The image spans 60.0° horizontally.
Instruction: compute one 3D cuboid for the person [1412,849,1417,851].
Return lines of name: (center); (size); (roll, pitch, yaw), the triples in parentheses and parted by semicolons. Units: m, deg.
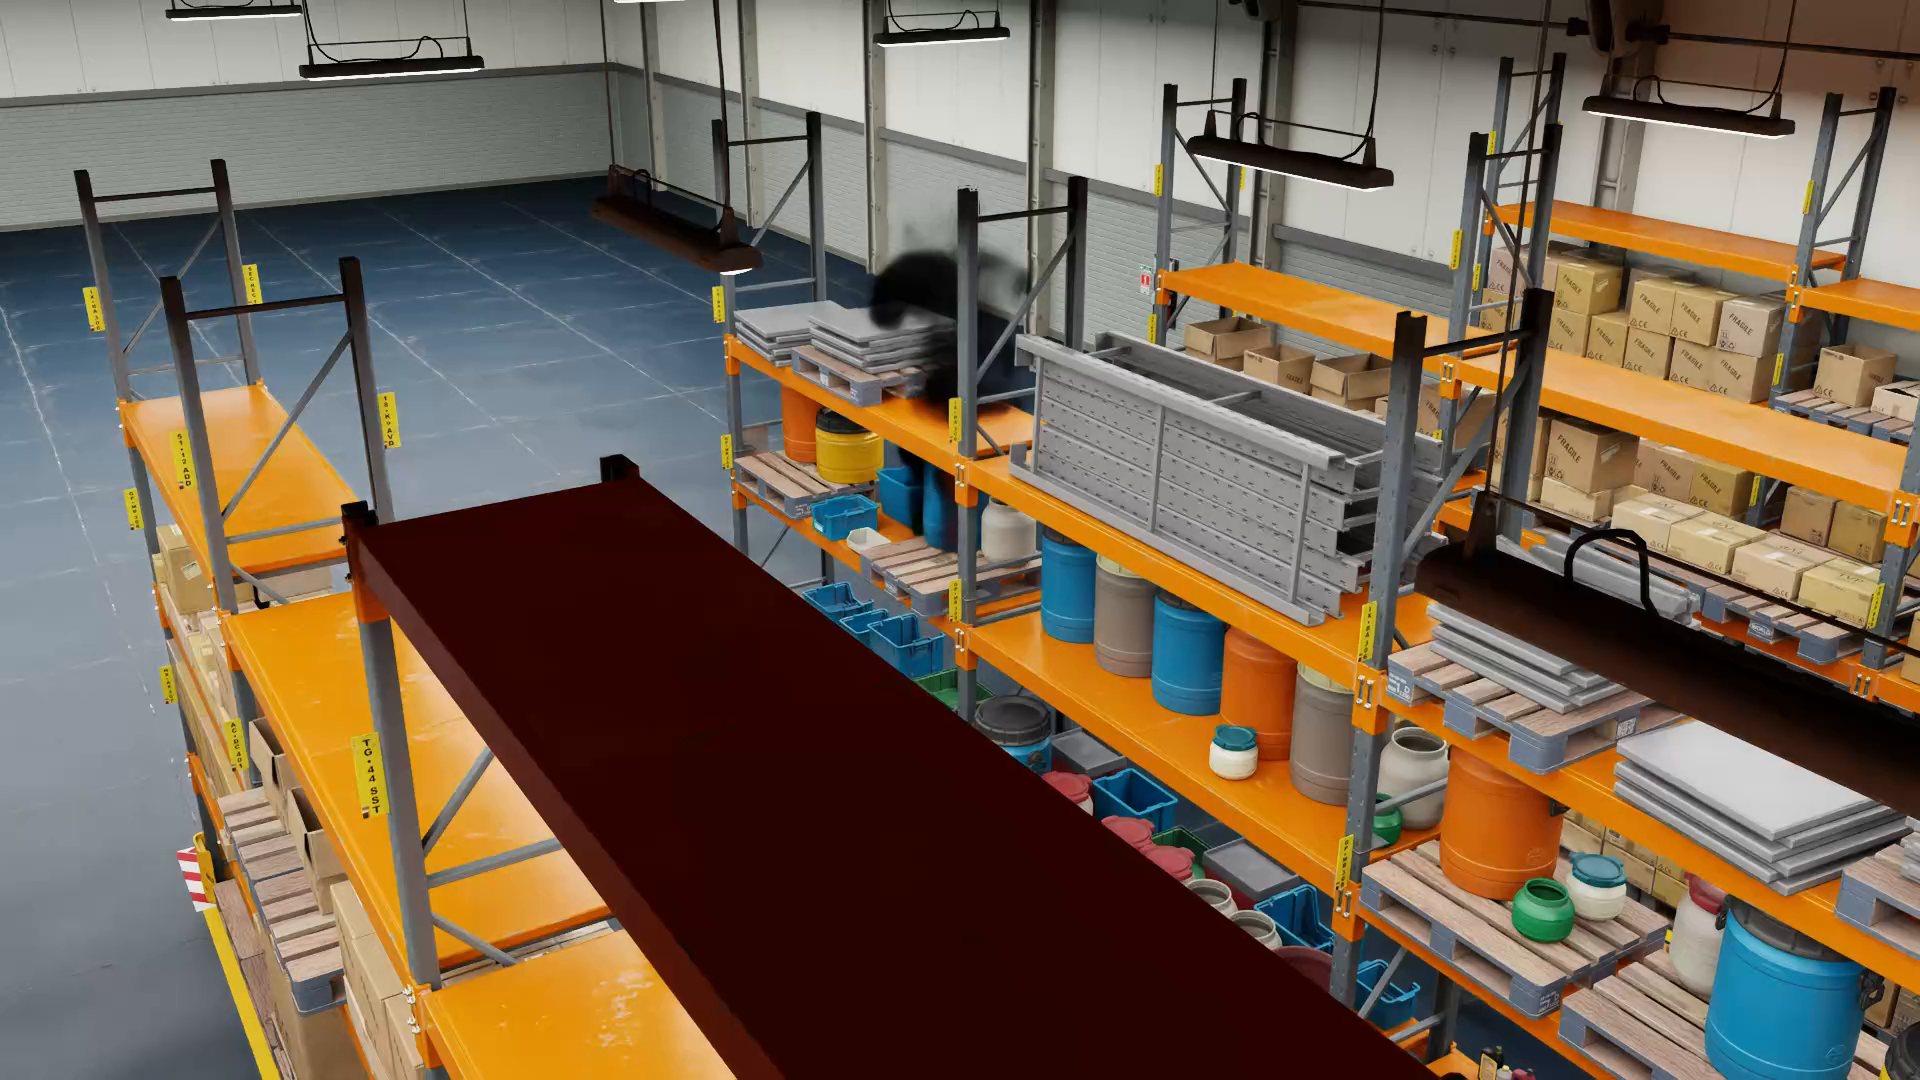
person: (3.612, 2.458, 12.611); (0.667, 1.695, 0.924); (-16, 27, -34)
